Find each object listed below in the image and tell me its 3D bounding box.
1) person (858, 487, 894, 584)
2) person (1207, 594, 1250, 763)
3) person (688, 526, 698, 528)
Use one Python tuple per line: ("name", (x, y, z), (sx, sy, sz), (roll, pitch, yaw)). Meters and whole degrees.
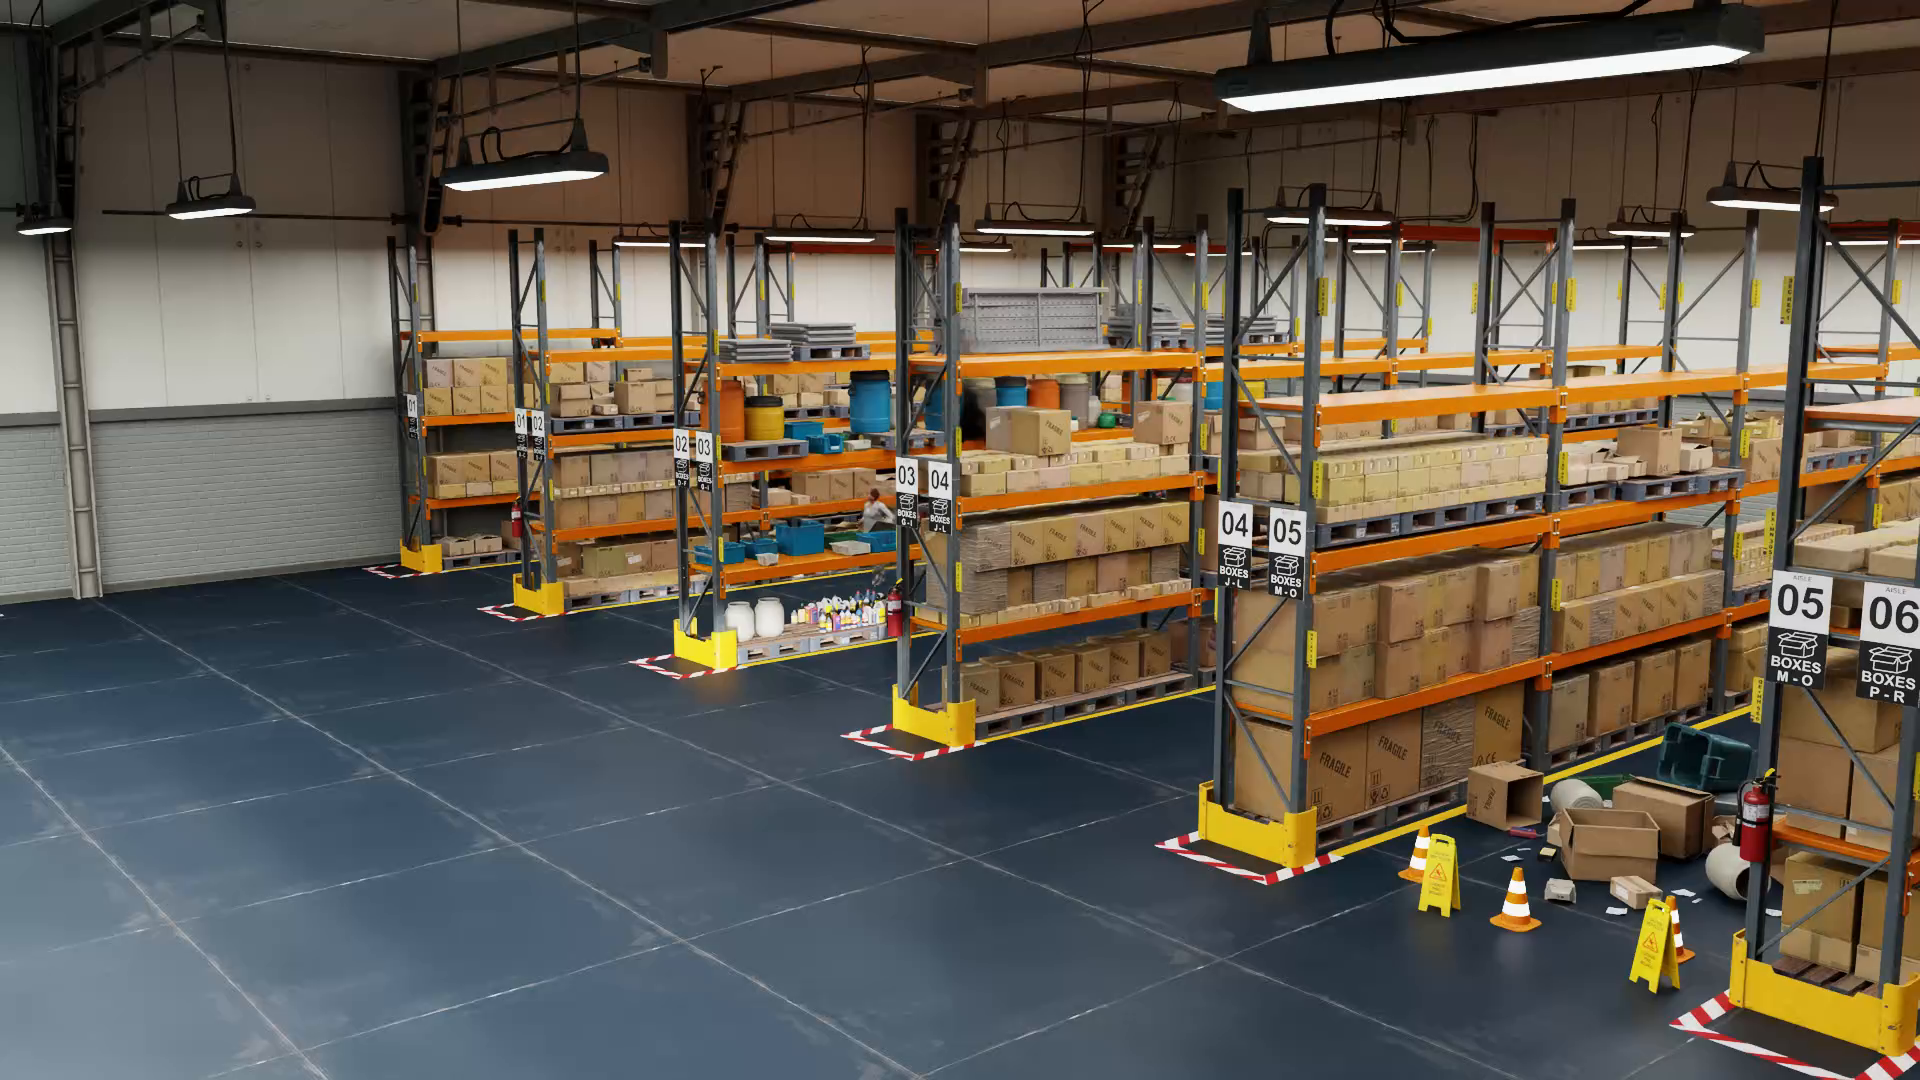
("person", (-1.425, -0.062, 27.062), (0.610, 1.589, 0.515), (-9, 12, -44))
("person", (3.047, 1.470, 18.178), (0.686, 1.795, 1.013), (7, 11, 38))
("person", (-4.804, -0.341, 30.212), (0.672, 1.813, 0.787), (9, 12, 44))
